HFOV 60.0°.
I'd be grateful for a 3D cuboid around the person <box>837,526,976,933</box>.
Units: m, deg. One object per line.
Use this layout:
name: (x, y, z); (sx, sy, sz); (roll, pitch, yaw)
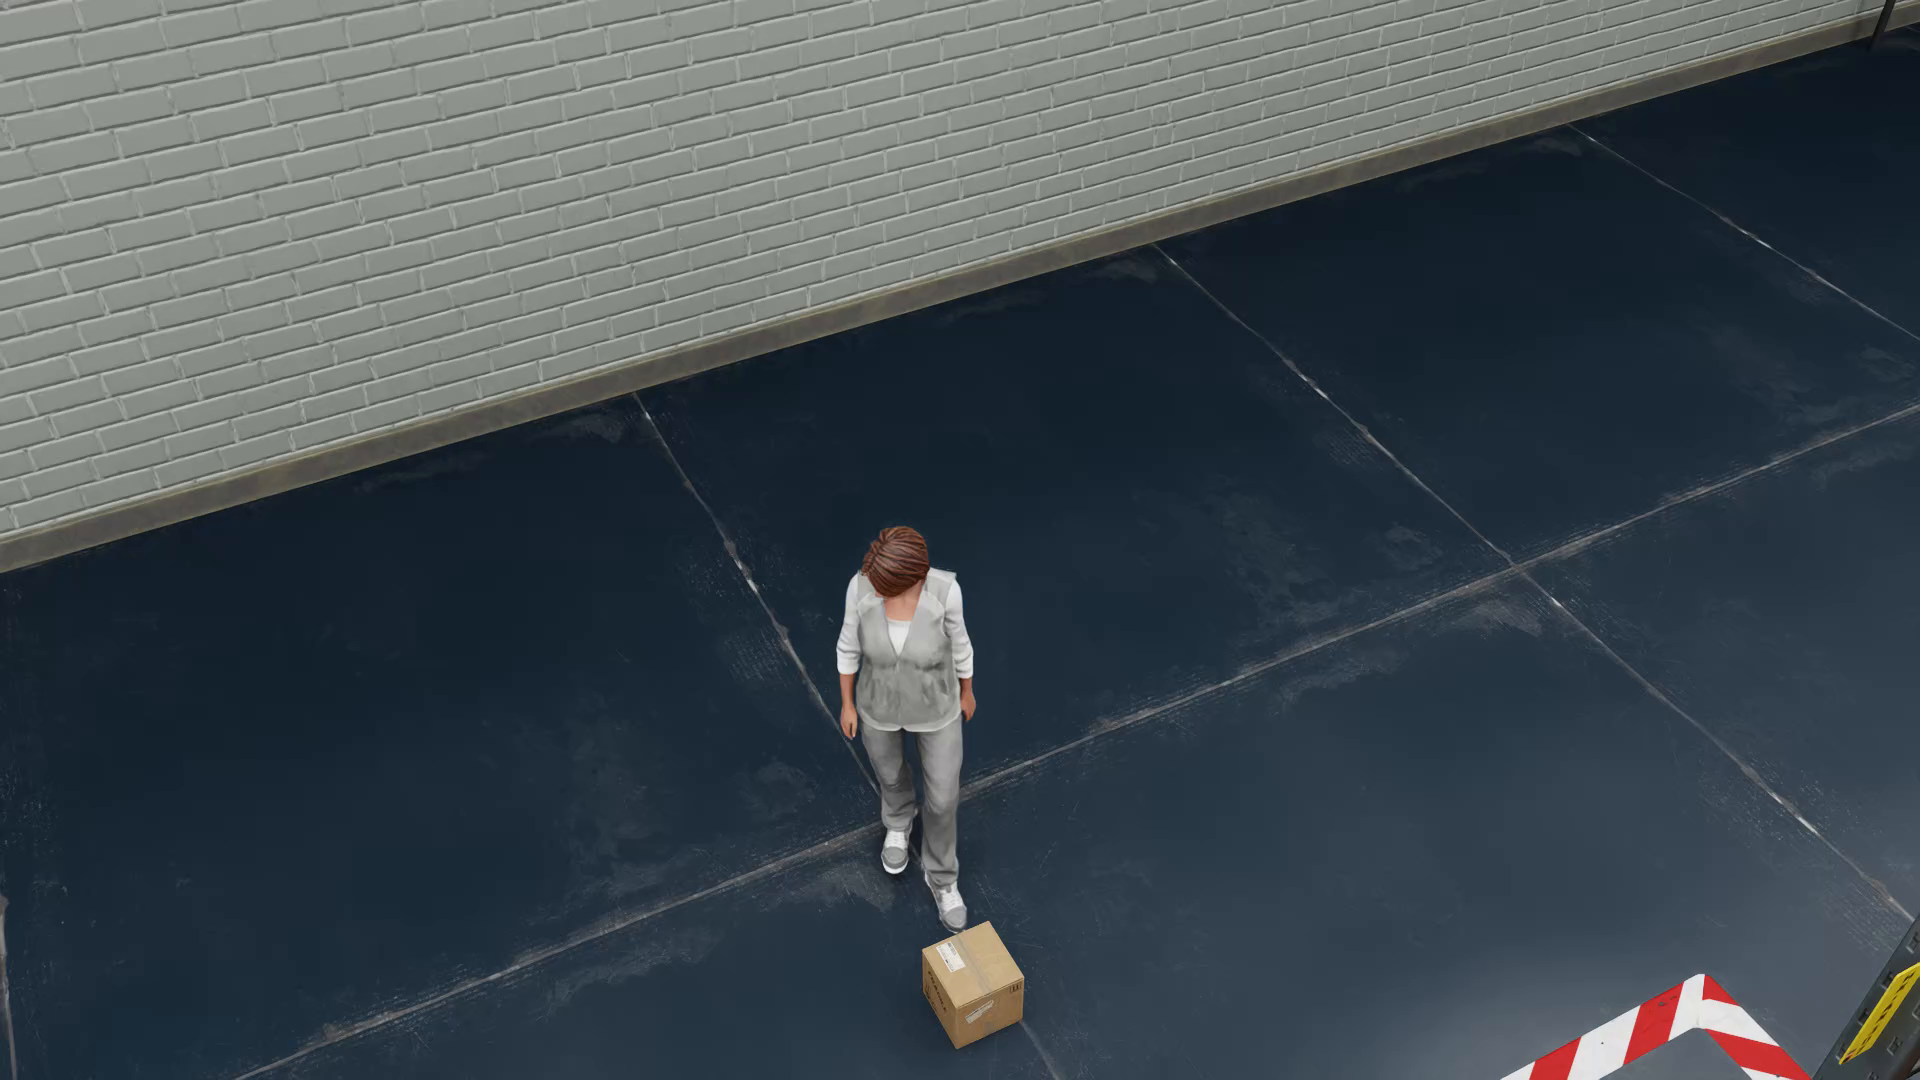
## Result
person: (-0.180, 0.613, 5.492); (0.461, 1.613, 0.482); (4, 42, 5)
